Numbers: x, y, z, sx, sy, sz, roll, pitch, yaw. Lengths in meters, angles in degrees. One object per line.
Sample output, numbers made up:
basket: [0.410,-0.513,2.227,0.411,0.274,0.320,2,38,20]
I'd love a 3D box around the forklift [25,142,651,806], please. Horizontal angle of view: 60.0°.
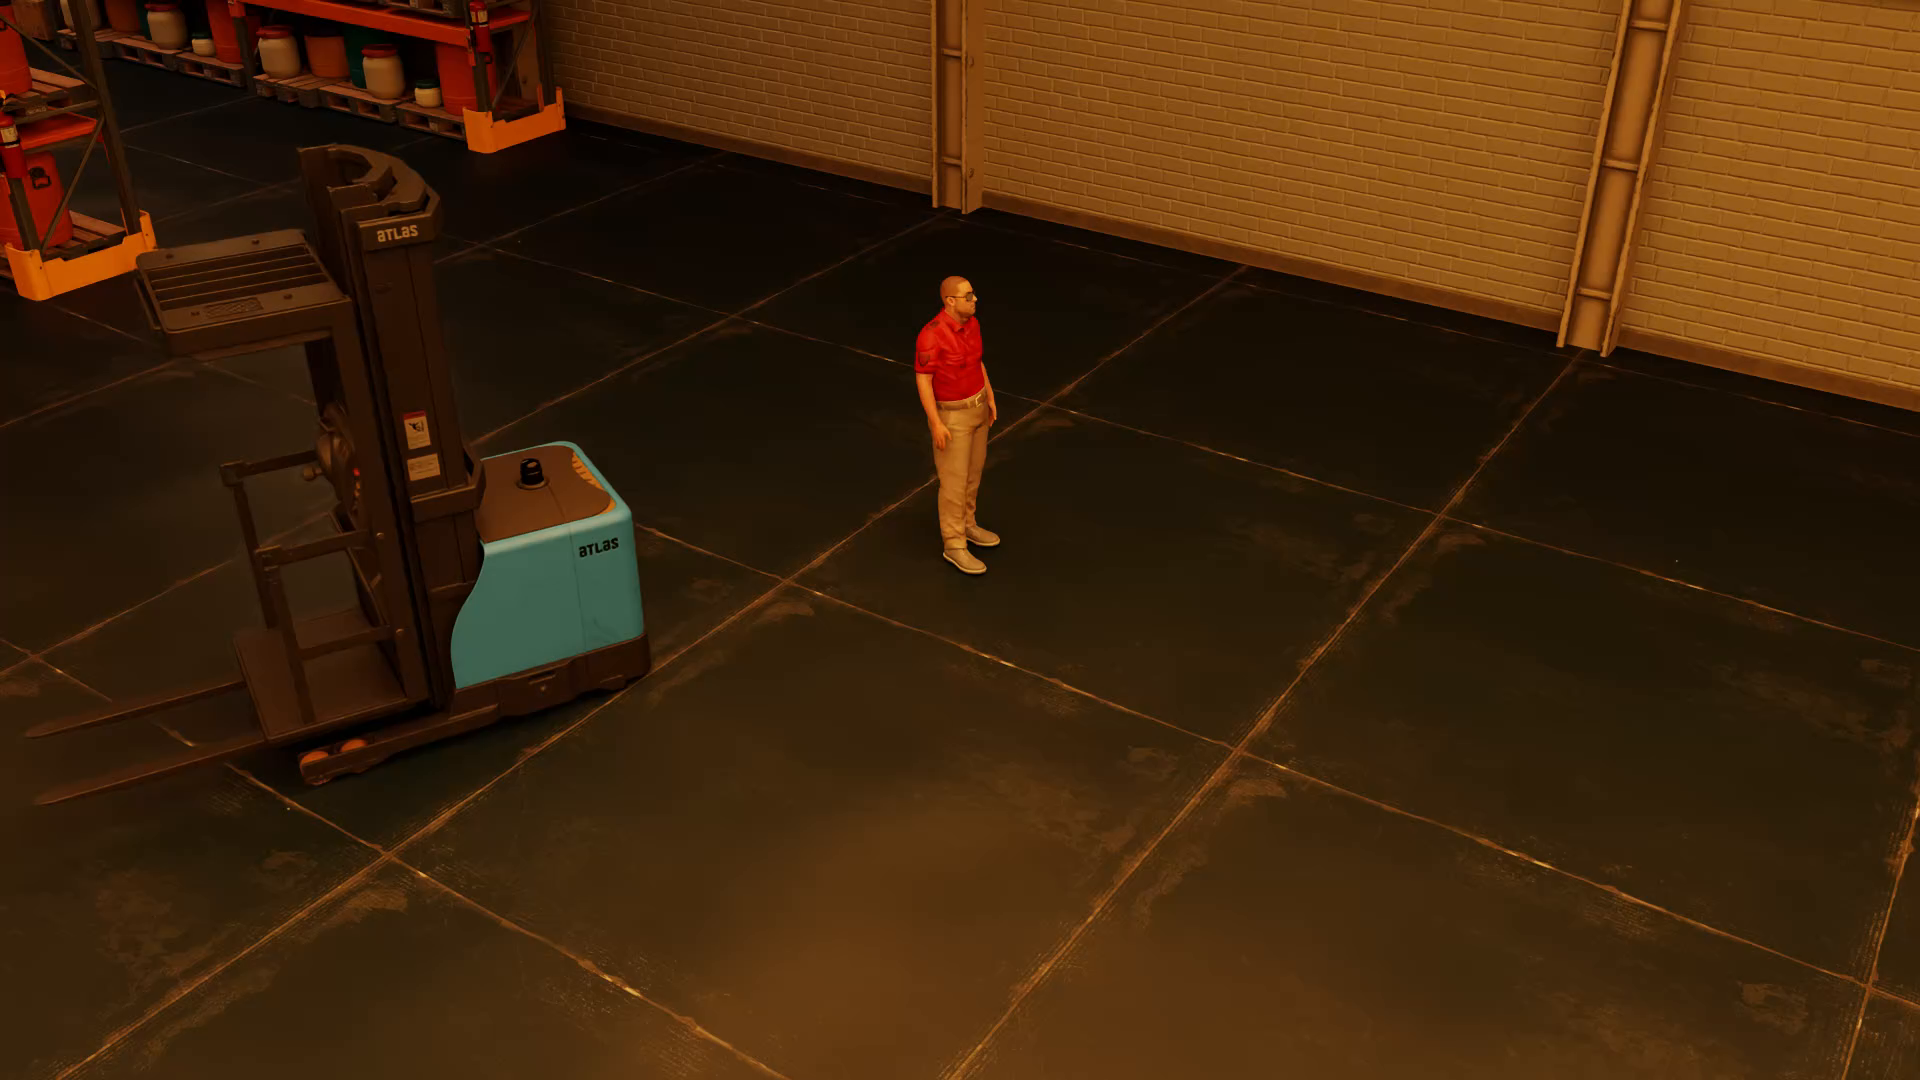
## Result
forklift: [-3.237,-0.339,8.164,3.031,2.935,1.130,-16,34,-25]

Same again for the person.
person: [0.067,-0.723,10.010,0.551,1.727,0.640,19,35,29]
